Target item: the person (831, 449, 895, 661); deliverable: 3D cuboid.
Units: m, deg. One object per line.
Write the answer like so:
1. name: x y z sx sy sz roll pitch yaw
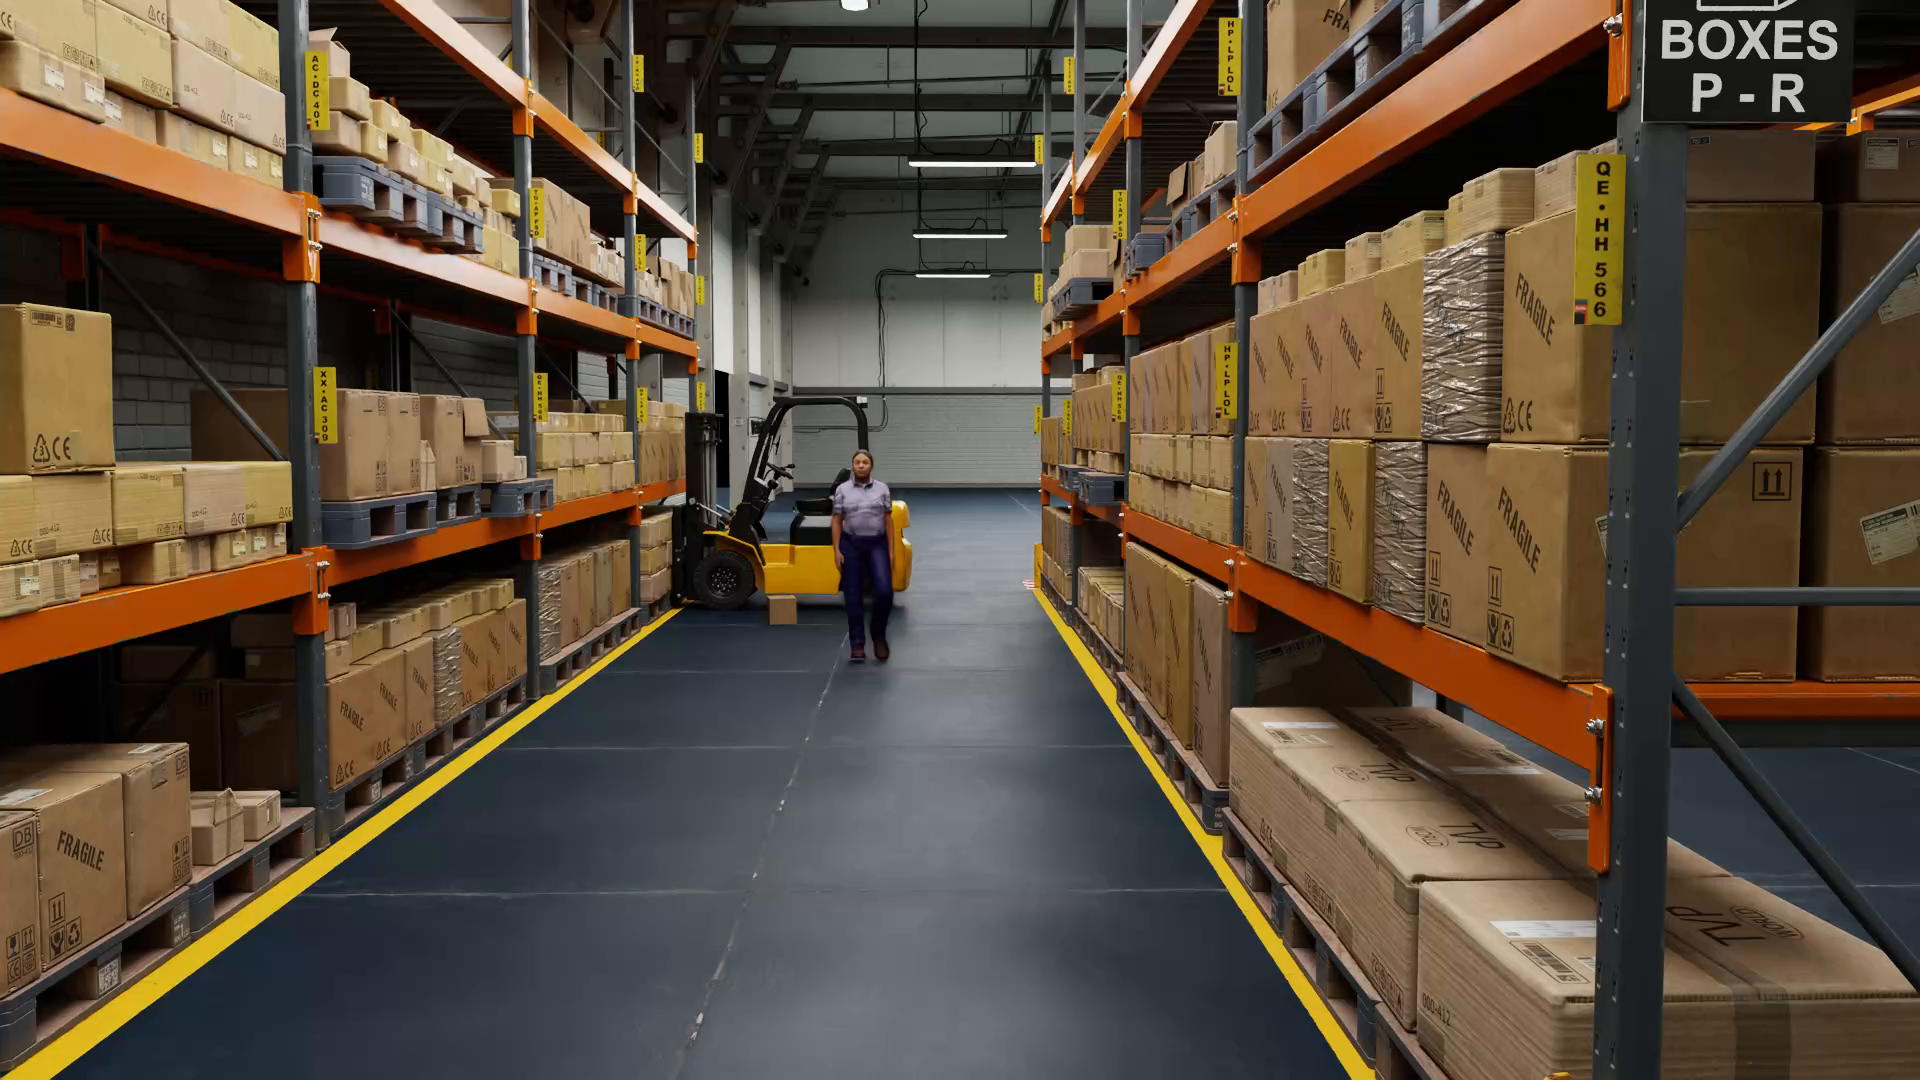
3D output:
1. person: -0.756 0.125 13.057 0.508 1.674 0.444 0 4 -5
